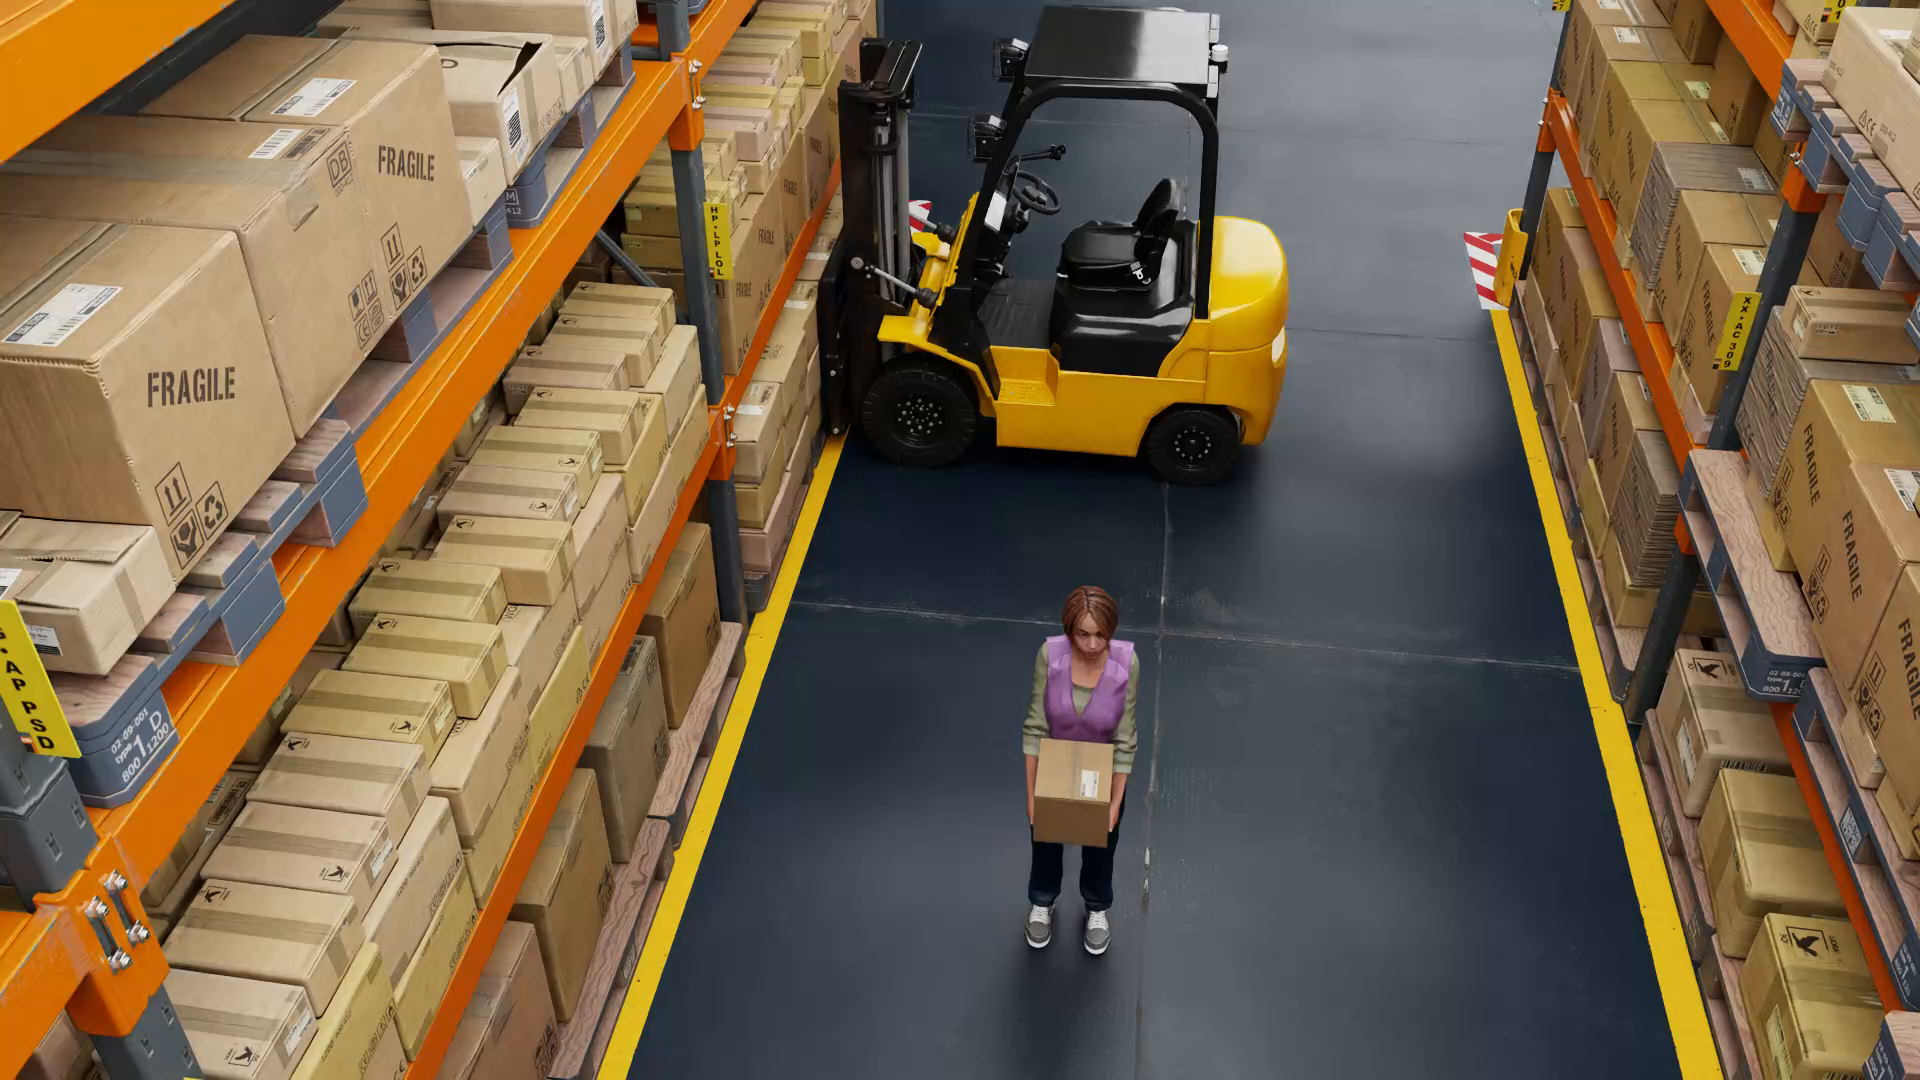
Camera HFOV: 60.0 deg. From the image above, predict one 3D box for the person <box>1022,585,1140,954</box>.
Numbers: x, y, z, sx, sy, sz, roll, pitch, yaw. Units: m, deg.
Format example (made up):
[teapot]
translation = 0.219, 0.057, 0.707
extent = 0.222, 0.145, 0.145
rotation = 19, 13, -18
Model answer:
[person]
translation = 0.412, 0.918, 5.897
extent = 0.396, 1.500, 0.492
rotation = 4, 37, 6
